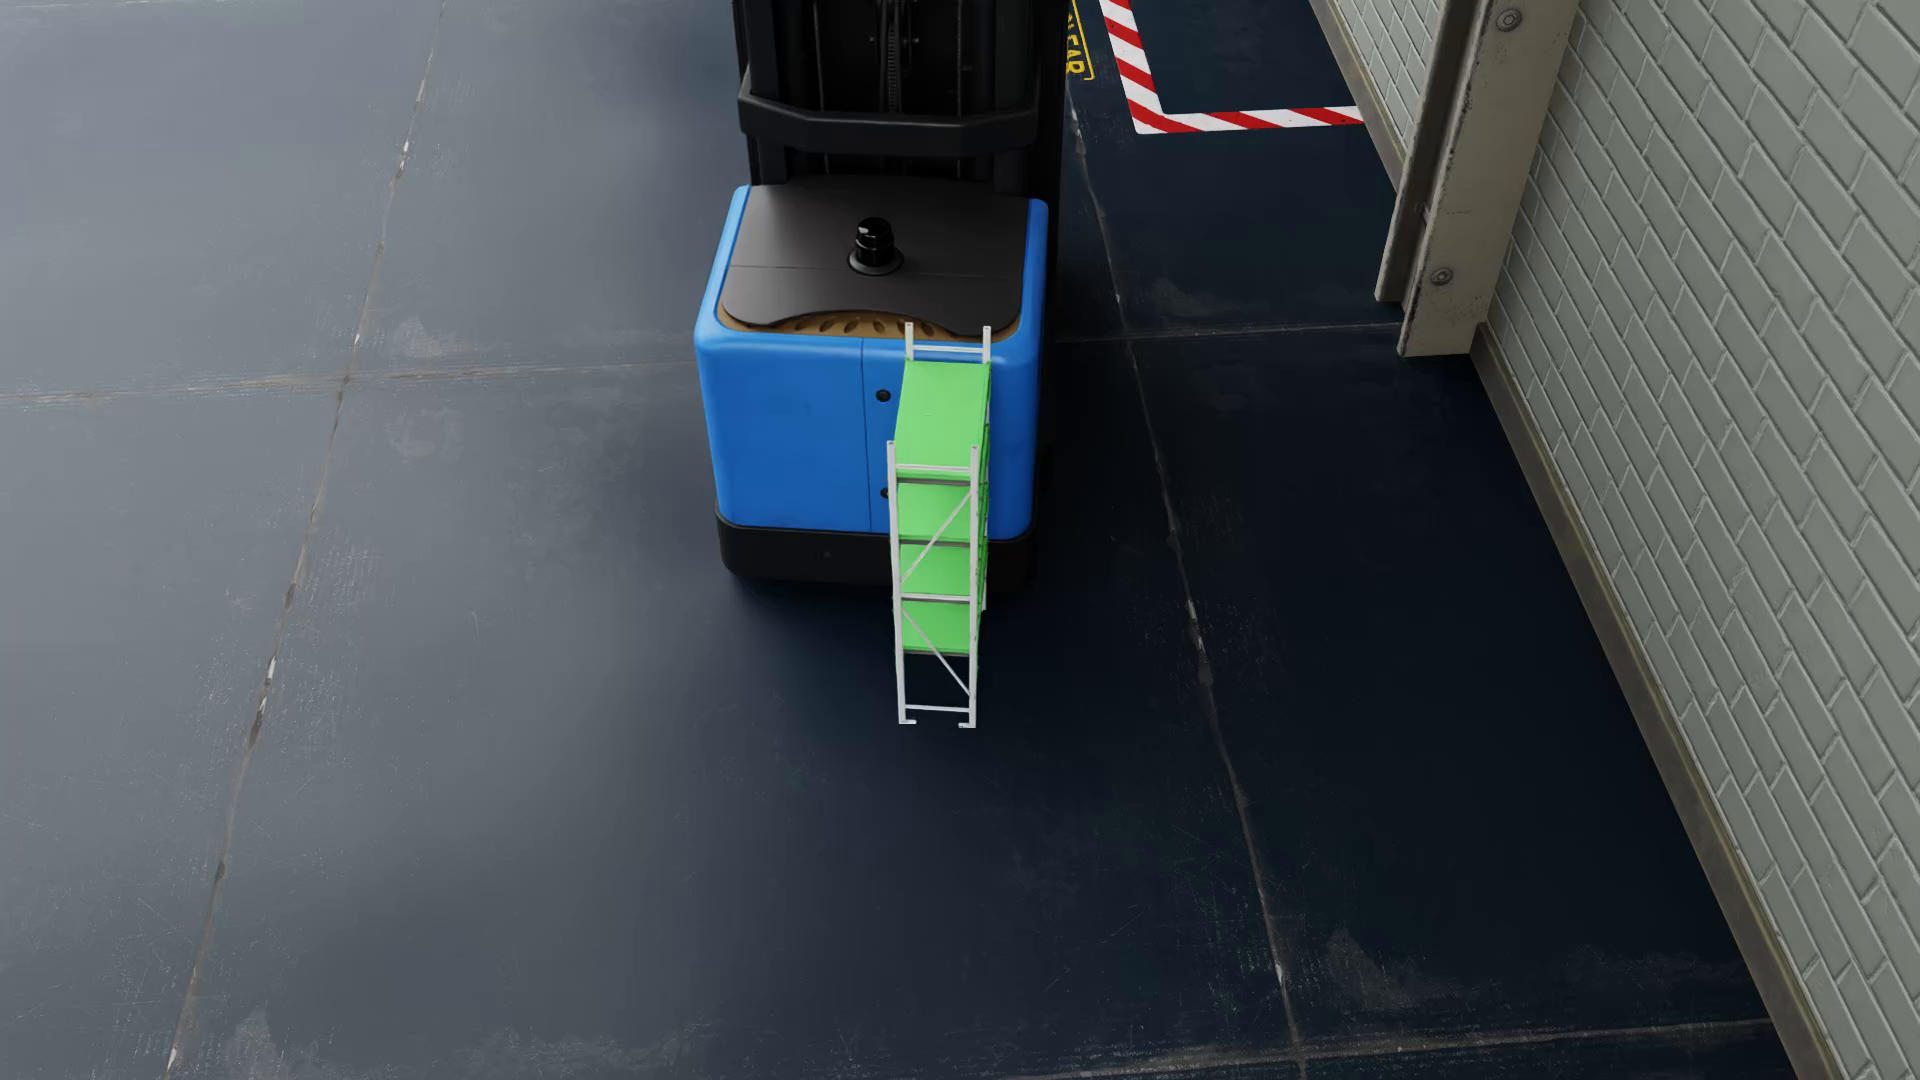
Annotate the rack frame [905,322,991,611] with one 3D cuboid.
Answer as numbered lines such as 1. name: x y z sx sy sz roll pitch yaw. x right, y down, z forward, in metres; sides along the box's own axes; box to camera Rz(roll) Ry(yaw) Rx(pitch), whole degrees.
1. rack frame: -0.034 -0.188 5.102 0.240 1.200 0.015 3 47 3

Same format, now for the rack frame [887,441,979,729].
1. rack frame: -0.071 0.165 4.767 0.240 1.200 0.015 3 47 3

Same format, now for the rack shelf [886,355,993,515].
1. rack shelf: -0.052 -0.298 4.632 0.258 0.148 0.480 3 47 3

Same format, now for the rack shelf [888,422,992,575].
1. rack shelf: -0.052 -0.132 4.807 0.258 0.148 0.480 3 47 3

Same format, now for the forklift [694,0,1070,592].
1. forklift: -0.171 -1.905 5.535 1.130 2.935 3.031 3 47 3

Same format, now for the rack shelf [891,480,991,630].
1. rack shelf: -0.052 0.033 4.981 0.258 0.148 0.480 3 47 3

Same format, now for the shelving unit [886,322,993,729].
1. shelving unit: -0.052 -0.011 4.934 0.258 1.200 0.503 3 47 3

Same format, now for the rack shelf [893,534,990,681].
1. rack shelf: -0.052 0.198 5.155 0.258 0.148 0.480 3 47 3

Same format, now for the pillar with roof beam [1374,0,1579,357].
1. pillar with roof beam: -2.454 -3.693 3.050 9.100 9.000 0.400 -3 47 -3
